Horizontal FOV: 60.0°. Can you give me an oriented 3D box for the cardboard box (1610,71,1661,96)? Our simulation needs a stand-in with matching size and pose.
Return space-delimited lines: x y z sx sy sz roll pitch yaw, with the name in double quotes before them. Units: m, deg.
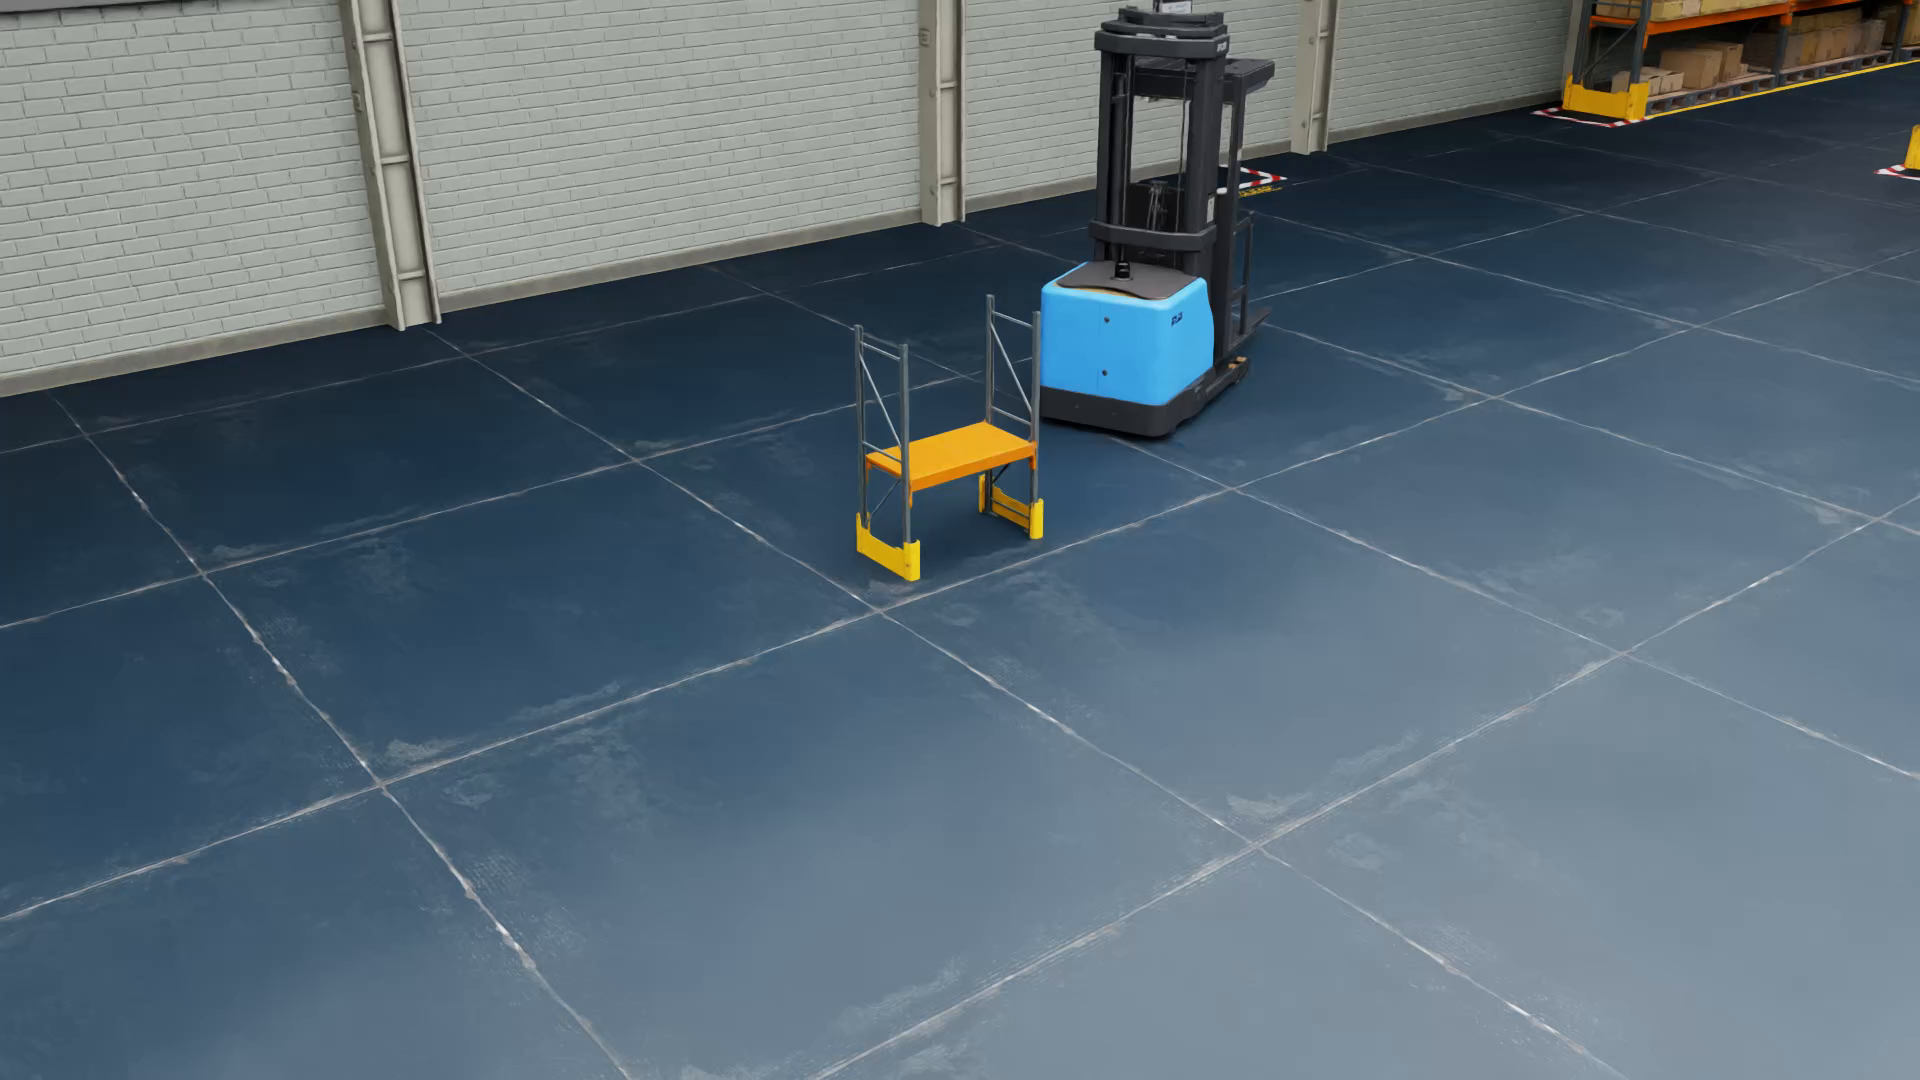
"cardboard box" 9.839 -6.653 24.193 0.500 0.311 0.500 -23 33 -40

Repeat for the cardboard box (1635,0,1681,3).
"cardboard box" 9.800 -7.828 23.318 0.500 0.500 0.500 -18 31 -34

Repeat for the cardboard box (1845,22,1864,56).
"cardboard box" 14.522 -8.367 27.662 0.500 0.500 0.700 -18 31 -34

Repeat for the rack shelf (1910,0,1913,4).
"rack shelf" 17.108 -9.794 29.145 4.000 0.370 1.077 -18 31 -34

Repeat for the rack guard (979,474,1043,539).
"rack guard" 0.332 -0.223 10.933 0.087 0.250 0.587 -18 31 -34

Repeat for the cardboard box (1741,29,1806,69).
"cardboard box" 12.955 -7.824 26.492 0.500 0.500 0.700 -17 30 -32

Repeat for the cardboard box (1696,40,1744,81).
"cardboard box" 11.594 -7.345 25.459 0.500 0.500 0.500 -21 32 -38

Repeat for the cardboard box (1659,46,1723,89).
"cardboard box" 10.895 -7.060 24.847 0.500 0.500 0.700 -21 32 -37

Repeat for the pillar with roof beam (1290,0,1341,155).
"pillar with roof beam" 7.191 -7.728 16.711 0.400 9.000 9.100 -18 31 -34

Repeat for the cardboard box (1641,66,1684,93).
"cardboard box" 10.287 -6.801 24.512 0.500 0.311 0.500 -15 29 -30

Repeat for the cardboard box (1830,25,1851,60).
"cardboard box" 14.149 -8.229 27.364 0.500 0.500 0.700 -18 31 -34

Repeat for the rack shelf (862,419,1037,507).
"rack shelf" -0.067 -0.495 10.462 1.000 0.185 0.538 -18 31 -34

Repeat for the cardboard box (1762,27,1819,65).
"cardboard box" 13.331 -7.975 26.817 0.500 0.500 0.700 -19 31 -35

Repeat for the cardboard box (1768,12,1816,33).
"cardboard box" 13.300 -8.280 26.583 0.500 0.250 0.500 -19 31 -35

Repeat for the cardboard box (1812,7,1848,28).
"cardboard box" 14.111 -8.540 27.144 0.500 0.250 0.500 -18 31 -34

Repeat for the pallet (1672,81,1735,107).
"pallet" 10.919 -6.792 25.134 1.213 0.211 1.003 -18 31 -34

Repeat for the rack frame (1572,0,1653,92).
"rack frame" 9.239 -7.523 23.396 0.127 3.000 1.000 -18 31 -34

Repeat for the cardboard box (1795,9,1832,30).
"cardboard box" 13.707 -8.416 26.877 0.500 0.250 0.500 -19 31 -35

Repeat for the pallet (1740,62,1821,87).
"pallet" 12.998 -7.500 26.659 1.213 0.211 1.003 -18 31 -34

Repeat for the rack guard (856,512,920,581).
"rack guard" -0.452 0.036 10.376 0.087 0.250 0.587 -18 31 -34

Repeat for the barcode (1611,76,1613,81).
"barcode" 9.606 -6.794 24.486 0.075 0.075 0.001 -18 31 -34

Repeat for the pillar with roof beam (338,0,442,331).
"pillar with roof beam" -2.252 -4.610 9.995 0.400 9.000 9.100 -18 31 -34

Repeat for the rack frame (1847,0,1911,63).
"rack frame" 15.534 -9.601 27.874 0.127 3.000 1.000 -18 31 -34

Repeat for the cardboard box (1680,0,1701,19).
"cardboard box" 10.218 -7.625 23.771 0.500 0.250 0.500 -19 31 -36

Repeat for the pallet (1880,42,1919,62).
"pallet" 16.201 -8.516 28.848 1.213 0.211 1.003 -18 31 -34

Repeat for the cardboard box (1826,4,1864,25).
"cardboard box" 14.512 -8.675 27.435 0.500 0.250 0.500 -18 30 -33

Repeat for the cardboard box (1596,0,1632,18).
"cardboard box" 9.487 -7.649 23.823 0.500 0.250 0.500 -18 30 -33

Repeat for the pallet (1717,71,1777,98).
"pallet" 11.880 -7.111 25.821 1.213 0.211 1.003 -18 31 -34

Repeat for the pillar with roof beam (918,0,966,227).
"pillar with roof beam" 2.469 -6.169 13.353 0.400 9.000 9.100 -18 31 -34

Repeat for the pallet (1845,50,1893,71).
"pallet" 14.918 -8.133 28.025 1.213 0.211 1.003 -18 31 -34

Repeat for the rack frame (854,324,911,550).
"rack frame" -0.467 -0.526 10.102 0.032 1.500 0.500 -18 31 -34

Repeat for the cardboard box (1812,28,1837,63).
"cardboard box" 13.757 -8.094 27.074 0.500 0.500 0.700 -18 30 -33

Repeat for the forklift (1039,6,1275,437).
"forklift" 1.730 -2.673 13.028 1.130 2.935 3.031 13 28 26

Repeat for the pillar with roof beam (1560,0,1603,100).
"pillar with roof beam" 11.912 -9.286 20.070 0.400 9.000 9.100 -18 31 -34

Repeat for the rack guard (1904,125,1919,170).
"rack guard" 12.279 -4.743 20.375 0.348 0.500 1.175 -18 31 -34

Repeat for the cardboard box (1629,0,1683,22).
"cardboard box" 9.819 -7.485 23.470 0.500 0.250 0.500 -19 31 -35

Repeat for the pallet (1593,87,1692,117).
"pallet" 9.960 -6.477 24.455 1.213 0.211 1.003 -18 31 -34

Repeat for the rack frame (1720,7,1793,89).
"rack frame" 12.386 -8.562 25.635 0.127 3.000 1.000 -18 31 -34

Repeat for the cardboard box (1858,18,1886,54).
"cardboard box" 15.000 -8.462 27.867 0.500 0.500 0.700 -18 30 -33

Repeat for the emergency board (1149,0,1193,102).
"emergency board" 2.566 -5.803 19.691 0.643 1.169 0.194 -18 31 -34

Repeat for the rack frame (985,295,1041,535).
"rack frame" 0.333 -0.790 10.671 0.032 1.500 0.500 -18 31 -34

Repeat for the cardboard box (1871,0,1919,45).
"cardboard box" 16.194 -8.964 28.556 0.750 0.750 0.750 -19 31 -35

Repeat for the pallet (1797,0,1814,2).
"pallet" 13.077 -8.625 25.999 1.213 0.211 1.003 -18 31 -34

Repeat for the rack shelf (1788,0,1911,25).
"rack shelf" 13.960 -8.755 26.906 4.000 0.370 1.077 -18 31 -34

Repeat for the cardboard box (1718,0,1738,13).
"cardboard box" 11.022 -7.886 24.333 0.500 0.250 0.500 -18 30 -34

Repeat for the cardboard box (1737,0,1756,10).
"cardboard box" 11.417 -8.017 24.615 0.500 0.250 0.500 -18 31 -34

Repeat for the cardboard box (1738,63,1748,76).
"cardboard box" 11.984 -7.327 25.818 0.380 0.166 0.250 22 33 39

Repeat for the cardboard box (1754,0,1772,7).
"cardboard box" 11.803 -8.153 24.908 0.500 0.250 0.500 -18 30 -34

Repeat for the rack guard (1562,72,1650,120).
"rack guard" 9.298 -6.409 23.965 0.348 0.500 1.175 -18 31 -34

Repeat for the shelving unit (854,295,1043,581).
"shelving unit" -0.060 -0.661 10.392 1.083 1.500 0.587 -18 31 -34

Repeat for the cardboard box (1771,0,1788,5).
"cardboard box" 12.201 -8.279 25.181 0.500 0.250 0.500 -18 30 -34

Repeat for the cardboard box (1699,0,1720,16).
"cardboard box" 10.623 -7.755 24.052 0.500 0.250 0.500 -19 31 -35

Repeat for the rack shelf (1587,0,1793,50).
"rack shelf" 10.812 -7.716 24.667 4.000 0.370 1.077 -18 31 -34

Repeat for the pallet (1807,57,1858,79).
"pallet" 13.959 -7.818 27.345 1.213 0.211 1.003 -18 31 -34
